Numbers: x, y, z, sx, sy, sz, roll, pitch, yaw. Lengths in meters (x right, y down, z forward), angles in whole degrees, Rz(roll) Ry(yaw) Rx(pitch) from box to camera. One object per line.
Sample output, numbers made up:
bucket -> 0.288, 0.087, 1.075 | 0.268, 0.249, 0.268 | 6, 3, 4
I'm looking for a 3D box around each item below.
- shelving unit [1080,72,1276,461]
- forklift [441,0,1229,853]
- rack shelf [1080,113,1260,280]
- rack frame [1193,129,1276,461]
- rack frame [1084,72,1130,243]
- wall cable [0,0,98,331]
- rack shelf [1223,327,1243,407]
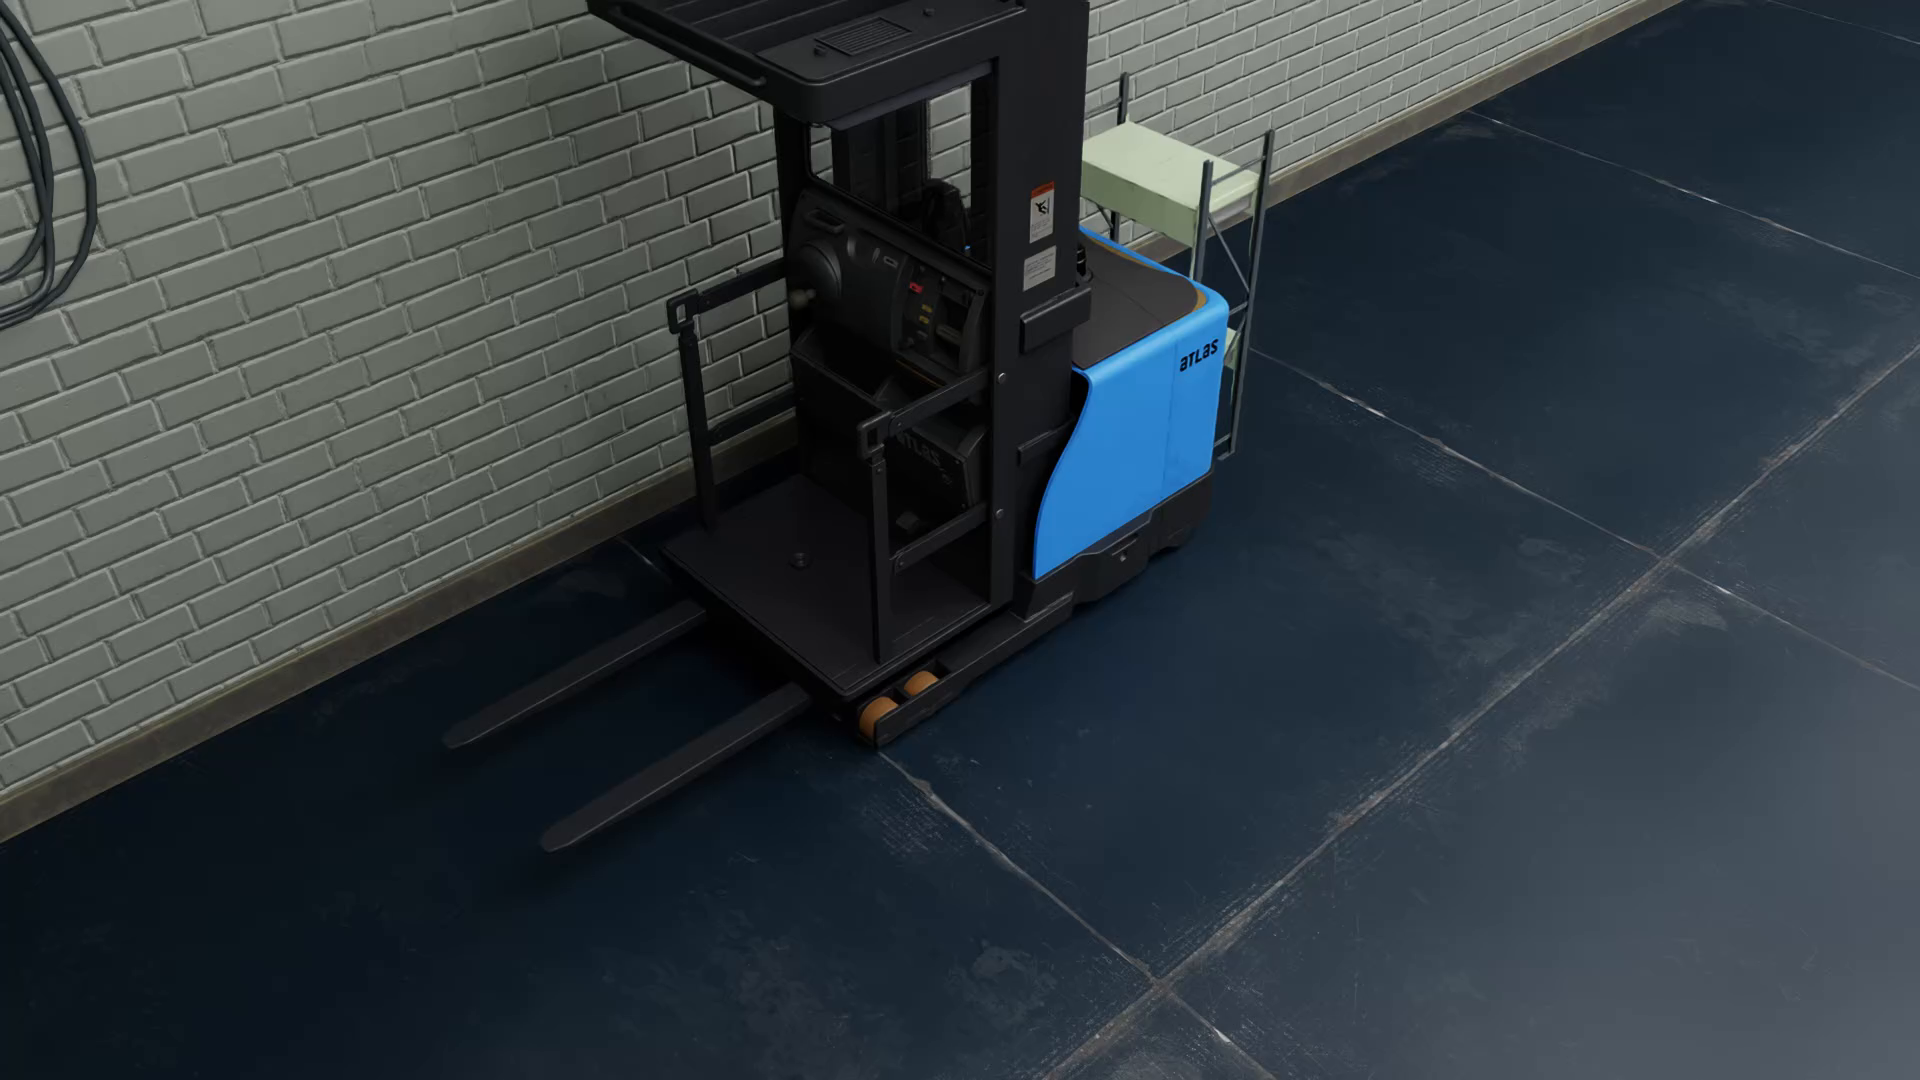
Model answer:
shelving unit -> 0.787, -1.046, 6.852 | 0.431, 1.500, 0.755 | -31, 48, -33
forklift -> -0.406, -0.793, 5.399 | 3.031, 2.935, 1.130 | -30, 48, -32
rack shelf -> 0.787, -1.350, 6.607 | 0.431, 0.370, 0.720 | -31, 48, -33
rack frame -> 1.041, -0.881, 6.647 | 0.400, 1.500, 0.023 | -31, 48, -33
rack frame -> 0.532, -1.212, 7.057 | 0.400, 1.500, 0.023 | -31, 48, -33
wall cable -> -3.573, -1.047, 3.355 | 3.097, 2.526, 0.112 | -30, 48, -32
rack shelf -> 0.787, -0.793, 7.057 | 0.431, 0.370, 0.720 | -31, 48, -33
